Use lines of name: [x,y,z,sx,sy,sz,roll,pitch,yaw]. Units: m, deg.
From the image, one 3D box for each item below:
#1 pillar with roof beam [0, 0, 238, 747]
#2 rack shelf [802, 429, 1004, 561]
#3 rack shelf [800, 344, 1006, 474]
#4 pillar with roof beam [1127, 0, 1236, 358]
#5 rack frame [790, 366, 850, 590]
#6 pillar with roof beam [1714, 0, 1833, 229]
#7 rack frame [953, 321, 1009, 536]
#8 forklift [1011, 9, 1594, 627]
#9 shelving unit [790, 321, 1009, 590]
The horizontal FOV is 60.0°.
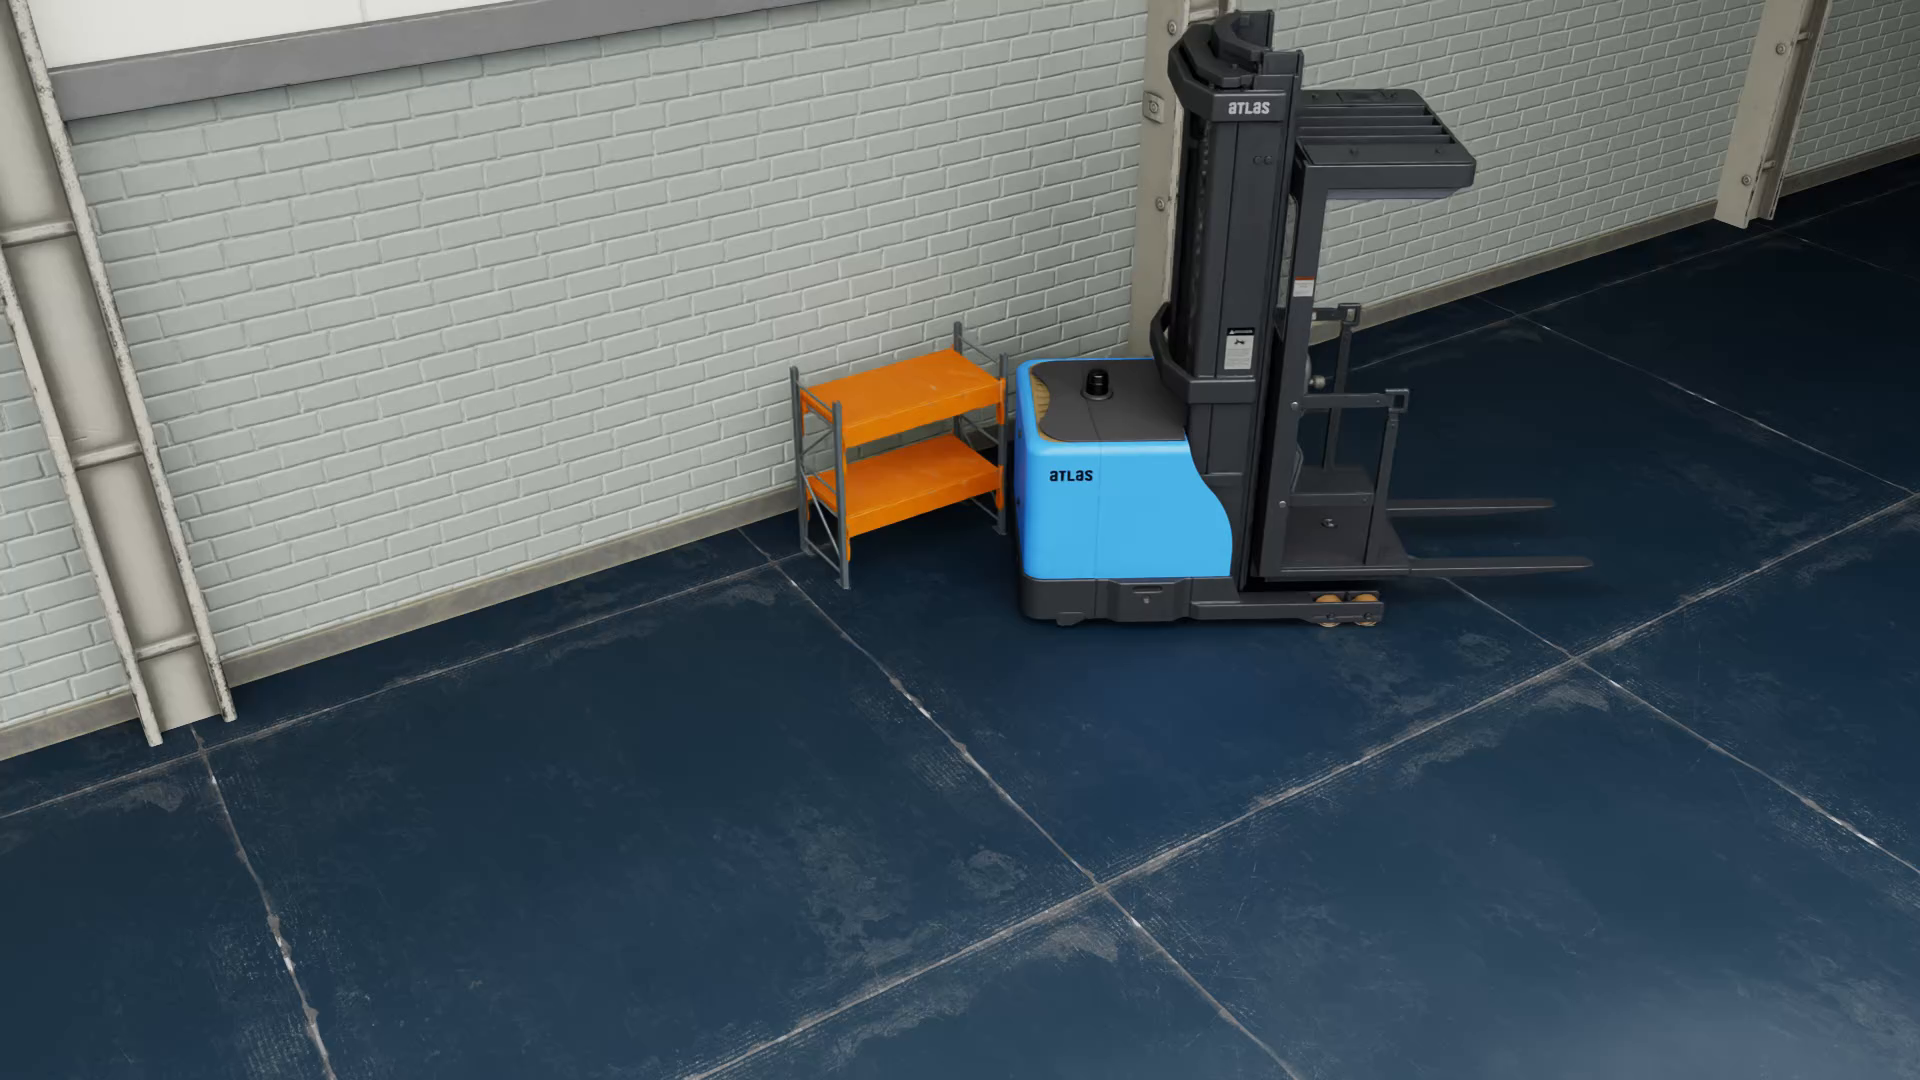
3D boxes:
pillar with roof beam: [-1.395,-1.027,2.565,0.400,9.000,9.100,-19,37,-27]
rack shelf: [-0.316,-0.262,9.191,1.000,0.278,0.538,-19,37,-27]
rack shelf: [-0.316,-0.716,8.904,1.000,0.278,0.538,-19,37,-27]
pillar with roof beam: [3.648,-2.761,5.315,0.400,9.000,9.100,-19,37,-27]
rack frame: [-0.744,-0.322,8.828,0.032,1.125,0.500,-19,37,-27]
pillar with roof beam: [8.691,-4.496,8.064,0.400,9.000,9.100,-19,37,-27]
rack frame: [0.111,-0.616,9.293,0.032,1.125,0.500,-19,37,-27]
forklift: [1.814,-1.071,8.322,3.031,2.935,1.130,-1,32,-2]
shelving unit: [-0.316,-0.469,9.060,1.048,1.125,0.538,-19,37,-27]
